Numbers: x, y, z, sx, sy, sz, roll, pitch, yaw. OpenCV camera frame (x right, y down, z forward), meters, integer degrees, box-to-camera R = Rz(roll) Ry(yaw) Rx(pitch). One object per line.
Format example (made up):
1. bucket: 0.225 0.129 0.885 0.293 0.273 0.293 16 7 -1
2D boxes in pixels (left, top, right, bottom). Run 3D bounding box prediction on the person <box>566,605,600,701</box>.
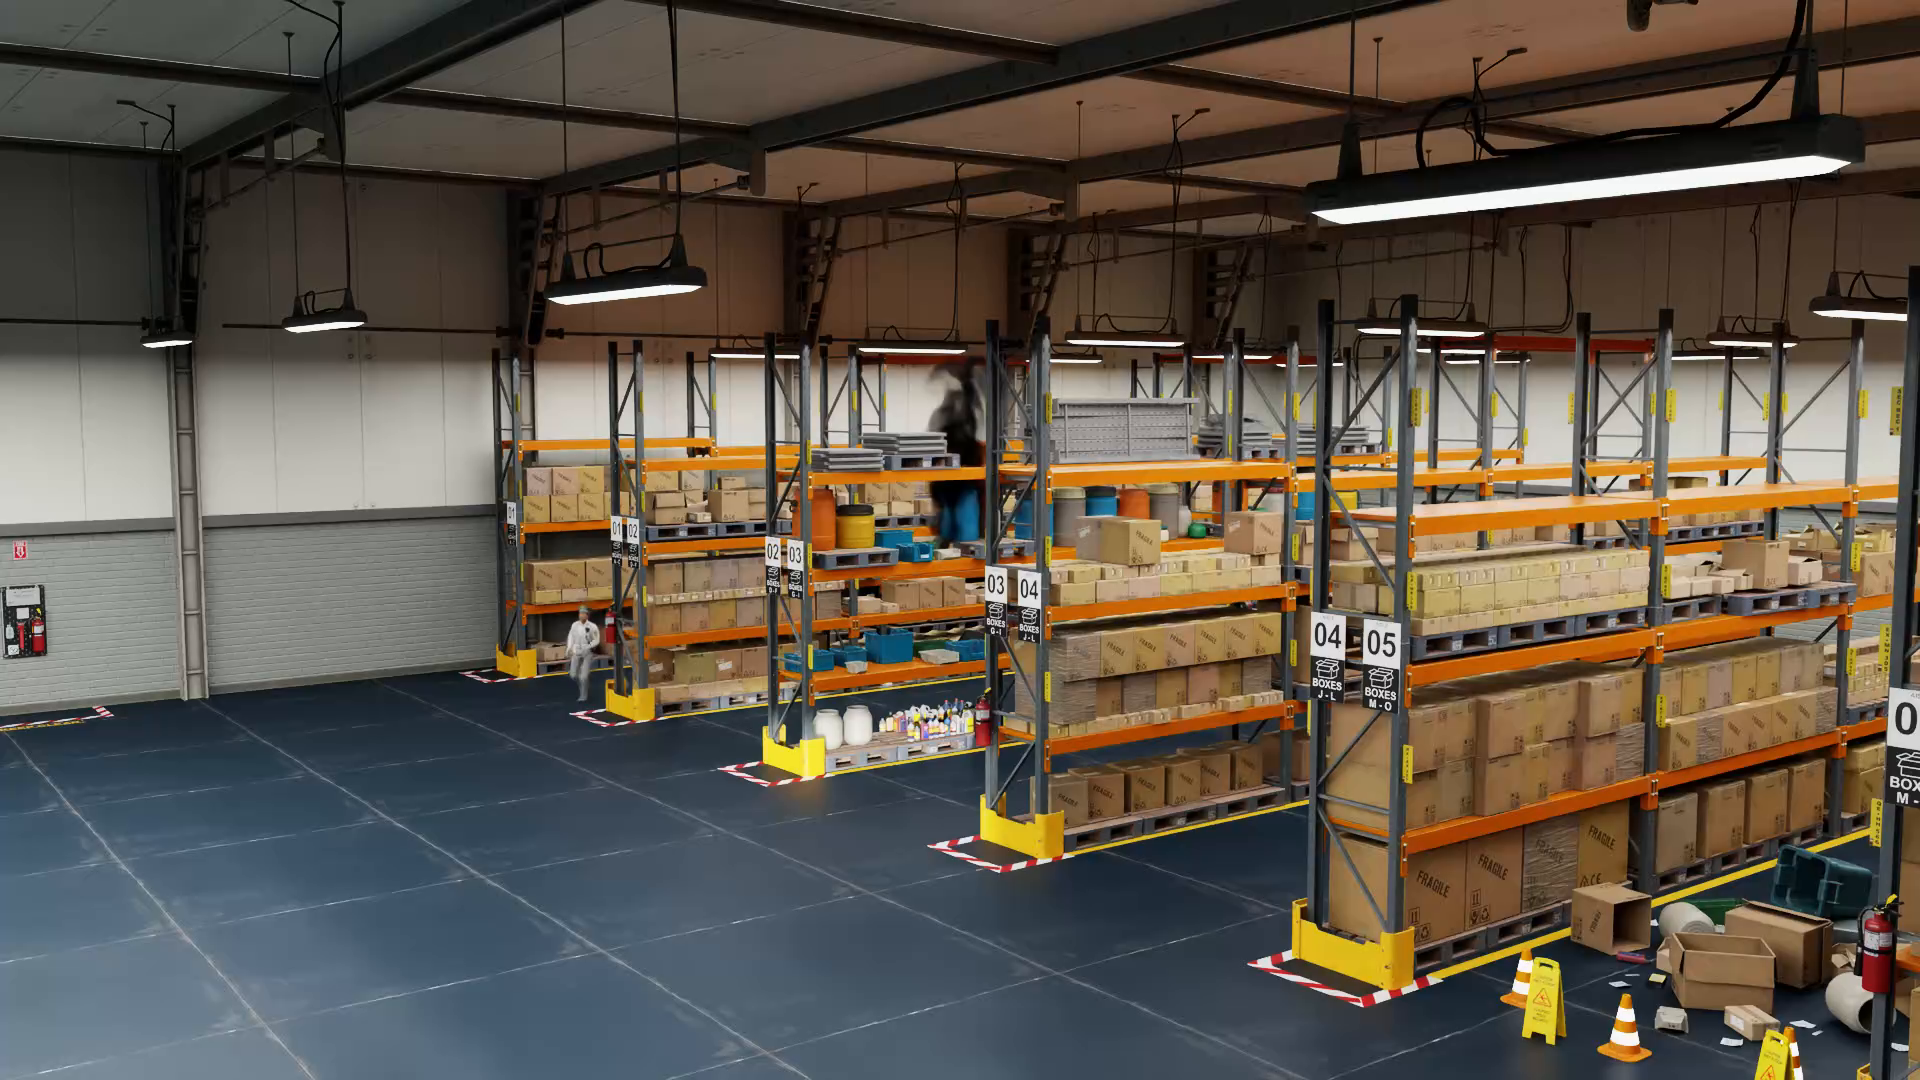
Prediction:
1. person: -6.326 1.895 27.868 0.610 1.626 0.521 1 5 6
